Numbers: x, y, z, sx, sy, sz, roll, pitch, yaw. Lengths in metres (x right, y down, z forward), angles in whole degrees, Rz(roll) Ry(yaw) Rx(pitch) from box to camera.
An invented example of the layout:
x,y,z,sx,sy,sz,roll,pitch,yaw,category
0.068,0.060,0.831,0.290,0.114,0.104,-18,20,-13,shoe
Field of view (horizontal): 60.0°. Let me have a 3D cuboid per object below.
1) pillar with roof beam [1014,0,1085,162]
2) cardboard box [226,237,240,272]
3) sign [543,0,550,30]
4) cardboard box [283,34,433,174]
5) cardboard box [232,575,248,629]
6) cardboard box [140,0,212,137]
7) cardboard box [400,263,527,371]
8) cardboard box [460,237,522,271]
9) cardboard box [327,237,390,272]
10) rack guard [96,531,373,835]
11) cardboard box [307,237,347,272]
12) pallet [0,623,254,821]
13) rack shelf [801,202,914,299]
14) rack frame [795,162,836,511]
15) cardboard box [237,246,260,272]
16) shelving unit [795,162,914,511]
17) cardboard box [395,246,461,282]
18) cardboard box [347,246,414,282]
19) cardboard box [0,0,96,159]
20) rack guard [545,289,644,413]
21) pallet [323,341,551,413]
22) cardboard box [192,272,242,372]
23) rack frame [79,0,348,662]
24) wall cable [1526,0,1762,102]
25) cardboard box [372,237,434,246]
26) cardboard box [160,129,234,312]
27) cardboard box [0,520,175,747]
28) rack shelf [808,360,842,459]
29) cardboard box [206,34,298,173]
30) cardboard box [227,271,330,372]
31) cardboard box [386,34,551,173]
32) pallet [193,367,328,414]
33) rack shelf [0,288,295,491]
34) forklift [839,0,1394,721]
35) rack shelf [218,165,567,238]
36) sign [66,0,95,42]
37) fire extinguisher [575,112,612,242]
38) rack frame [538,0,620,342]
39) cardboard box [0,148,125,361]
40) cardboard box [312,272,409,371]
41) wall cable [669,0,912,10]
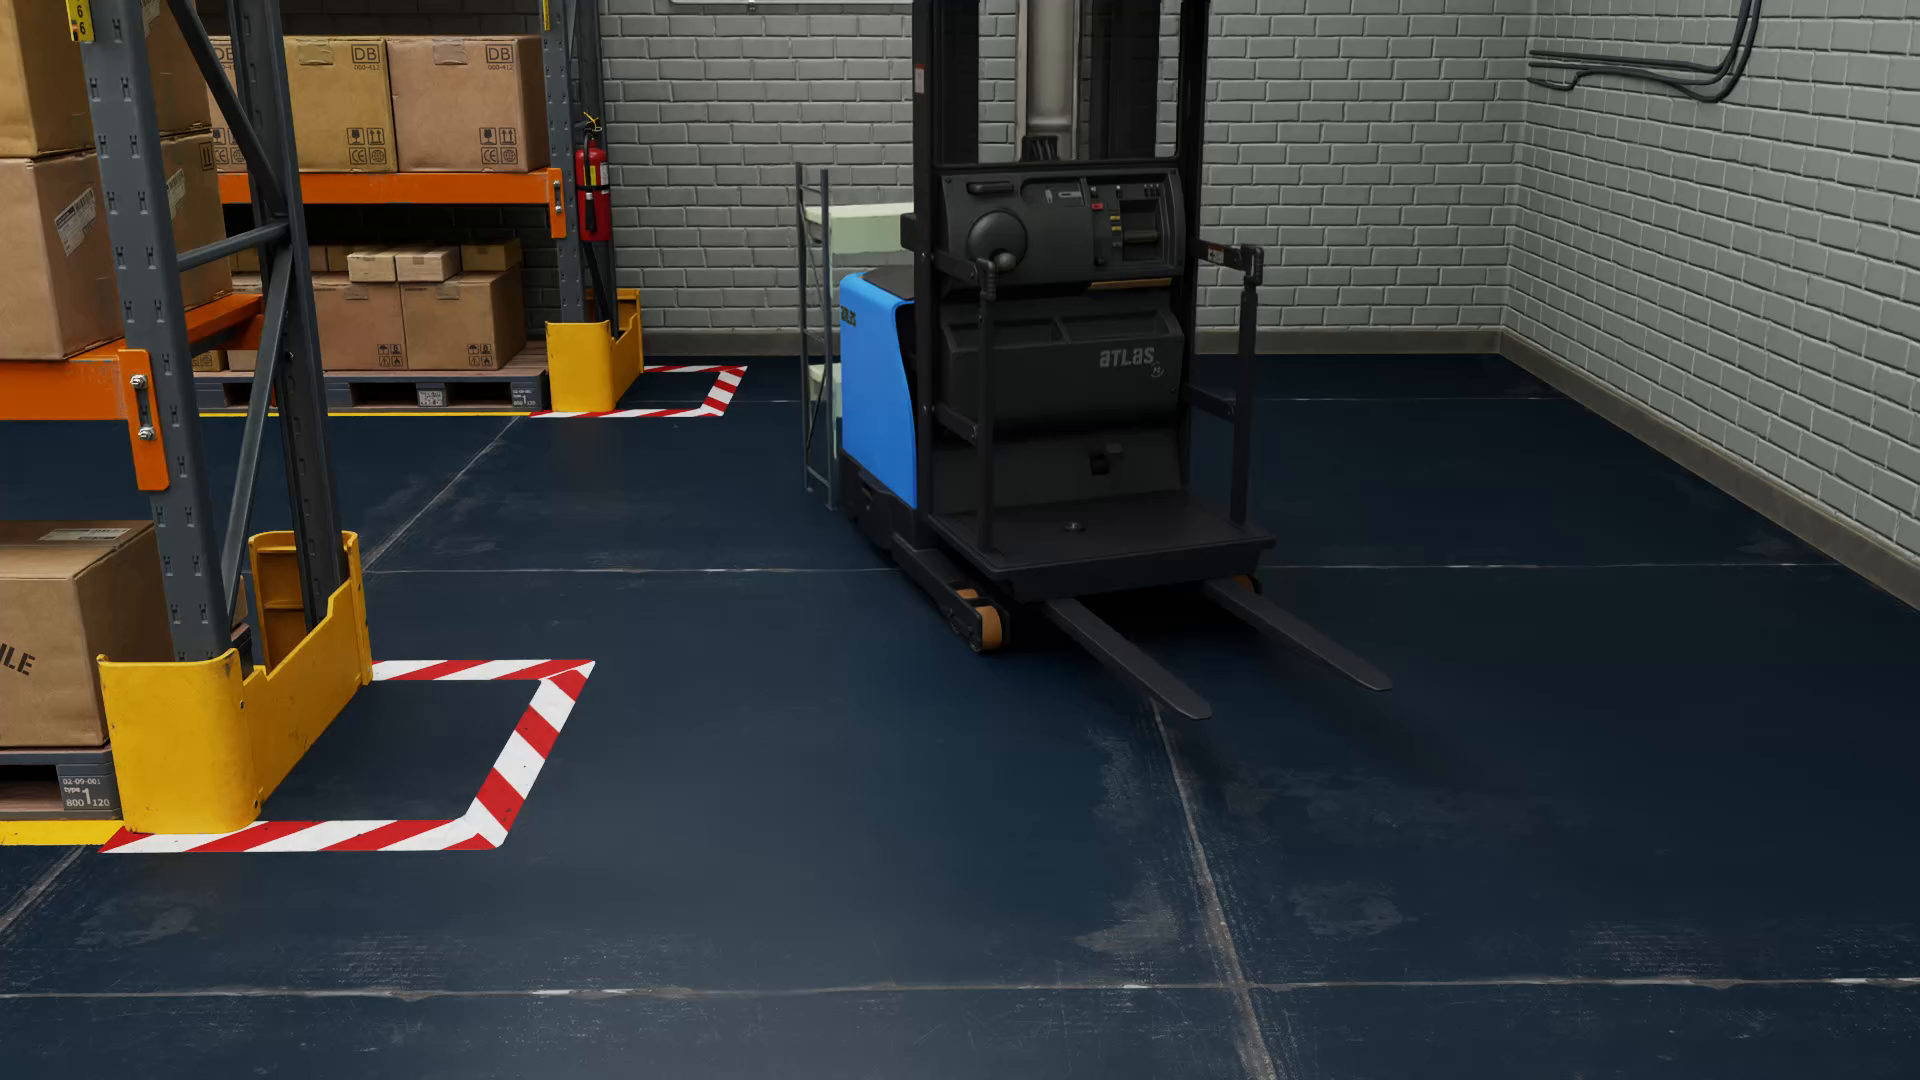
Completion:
x,y,z,sx,sy,sz,roll,pitch,yaw,category
0.608,-4.136,5.207,0.400,9.000,9.100,0,18,-1,pillar with roof beam
-4.243,-1.655,9.639,0.250,0.149,0.380,-1,18,-2,cardboard box
-2.151,-2.815,8.629,0.005,0.325,0.100,0,18,-1,sign
-3.383,-2.447,9.274,0.700,0.700,0.980,0,18,-1,cardboard box
-2.488,0.241,5.331,0.250,0.149,0.380,0,18,-1,cardboard box
-2.512,-1.406,4.718,0.500,0.500,0.500,0,18,1,cardboard box
-2.844,-1.292,9.570,0.500,0.500,0.700,0,18,-1,cardboard box
-2.723,-1.663,9.664,0.250,0.149,0.380,0,18,0,cardboard box
-3.479,-1.659,9.652,0.250,0.149,0.380,0,18,0,cardboard box
-2.140,0.387,5.023,0.348,0.500,1.175,0,18,-1,rack guard
-3.734,-1.658,9.647,0.250,0.149,0.380,0,18,0,cardboard box
-2.937,0.529,5.054,1.213,0.211,1.003,0,18,-1,pallet
-0.304,-1.316,7.417,0.720,0.370,0.431,-7,19,-21,rack shelf
-0.642,-0.902,7.403,0.023,1.500,0.400,-7,19,-21,rack frame
-3.990,-1.656,9.643,0.250,0.149,0.380,0,18,0,cardboard box
-0.304,-0.944,7.536,0.755,1.500,0.431,-7,19,-21,shelving unit
-2.970,-1.545,9.296,0.250,0.149,0.380,0,18,-2,cardboard box
-3.226,-1.543,9.291,0.250,0.149,0.380,0,18,1,cardboard box
-2.505,-1.241,4.206,0.500,0.500,0.500,0,18,-1,cardboard box
-2.122,-1.126,9.741,0.348,0.500,1.175,0,18,-1,rack guard
-2.944,-0.961,9.698,1.213,0.211,1.003,0,18,-1,pallet
-4.381,-1.282,9.540,0.500,0.500,0.700,0,18,0,cardboard box
-2.064,-0.804,4.642,0.127,3.000,1.000,0,18,-1,rack frame
3.515,-3.613,8.661,0.112,2.526,3.097,0,18,-1,wall cable
-3.229,-1.660,9.655,0.250,0.149,0.380,0,18,-1,cardboard box
-2.512,-0.930,4.871,0.500,0.500,0.500,0,18,0,cardboard box
-2.604,0.255,4.714,0.500,0.500,0.500,0,18,-1,cardboard box
-0.304,-0.634,7.635,0.720,0.370,0.431,-7,19,-21,rack shelf
-4.146,-2.446,9.271,0.700,0.700,0.980,-1,18,-4,cardboard box
-3.848,-1.287,9.555,0.500,0.500,0.700,-1,18,-3,cardboard box
-2.656,-2.454,9.295,0.700,0.700,0.980,1,18,2,cardboard box
-4.161,-0.956,9.682,1.213,0.211,1.003,0,18,-1,pallet
-4.064,-0.451,4.722,4.000,0.370,1.077,0,18,-1,rack shelf
0.457,-1.143,5.811,1.130,2.935,3.031,-6,19,-19,forklift
-4.146,-1.964,9.438,4.000,0.370,1.077,0,18,-1,rack shelf
-2.075,-1.336,3.888,0.005,0.325,0.100,0,18,-1,sign
-1.988,-1.962,8.990,0.183,0.674,0.296,0,18,-1,fire extinguisher
-2.146,-2.317,9.358,0.127,3.000,1.000,0,18,-1,rack frame
-2.508,-0.766,4.361,0.500,0.500,0.500,0,18,1,cardboard box
-3.345,-1.290,9.563,0.500,0.500,0.700,0,18,-1,cardboard box
-0.881,-3.095,10.123,1.851,1.984,0.084,0,18,-1,wall cable
